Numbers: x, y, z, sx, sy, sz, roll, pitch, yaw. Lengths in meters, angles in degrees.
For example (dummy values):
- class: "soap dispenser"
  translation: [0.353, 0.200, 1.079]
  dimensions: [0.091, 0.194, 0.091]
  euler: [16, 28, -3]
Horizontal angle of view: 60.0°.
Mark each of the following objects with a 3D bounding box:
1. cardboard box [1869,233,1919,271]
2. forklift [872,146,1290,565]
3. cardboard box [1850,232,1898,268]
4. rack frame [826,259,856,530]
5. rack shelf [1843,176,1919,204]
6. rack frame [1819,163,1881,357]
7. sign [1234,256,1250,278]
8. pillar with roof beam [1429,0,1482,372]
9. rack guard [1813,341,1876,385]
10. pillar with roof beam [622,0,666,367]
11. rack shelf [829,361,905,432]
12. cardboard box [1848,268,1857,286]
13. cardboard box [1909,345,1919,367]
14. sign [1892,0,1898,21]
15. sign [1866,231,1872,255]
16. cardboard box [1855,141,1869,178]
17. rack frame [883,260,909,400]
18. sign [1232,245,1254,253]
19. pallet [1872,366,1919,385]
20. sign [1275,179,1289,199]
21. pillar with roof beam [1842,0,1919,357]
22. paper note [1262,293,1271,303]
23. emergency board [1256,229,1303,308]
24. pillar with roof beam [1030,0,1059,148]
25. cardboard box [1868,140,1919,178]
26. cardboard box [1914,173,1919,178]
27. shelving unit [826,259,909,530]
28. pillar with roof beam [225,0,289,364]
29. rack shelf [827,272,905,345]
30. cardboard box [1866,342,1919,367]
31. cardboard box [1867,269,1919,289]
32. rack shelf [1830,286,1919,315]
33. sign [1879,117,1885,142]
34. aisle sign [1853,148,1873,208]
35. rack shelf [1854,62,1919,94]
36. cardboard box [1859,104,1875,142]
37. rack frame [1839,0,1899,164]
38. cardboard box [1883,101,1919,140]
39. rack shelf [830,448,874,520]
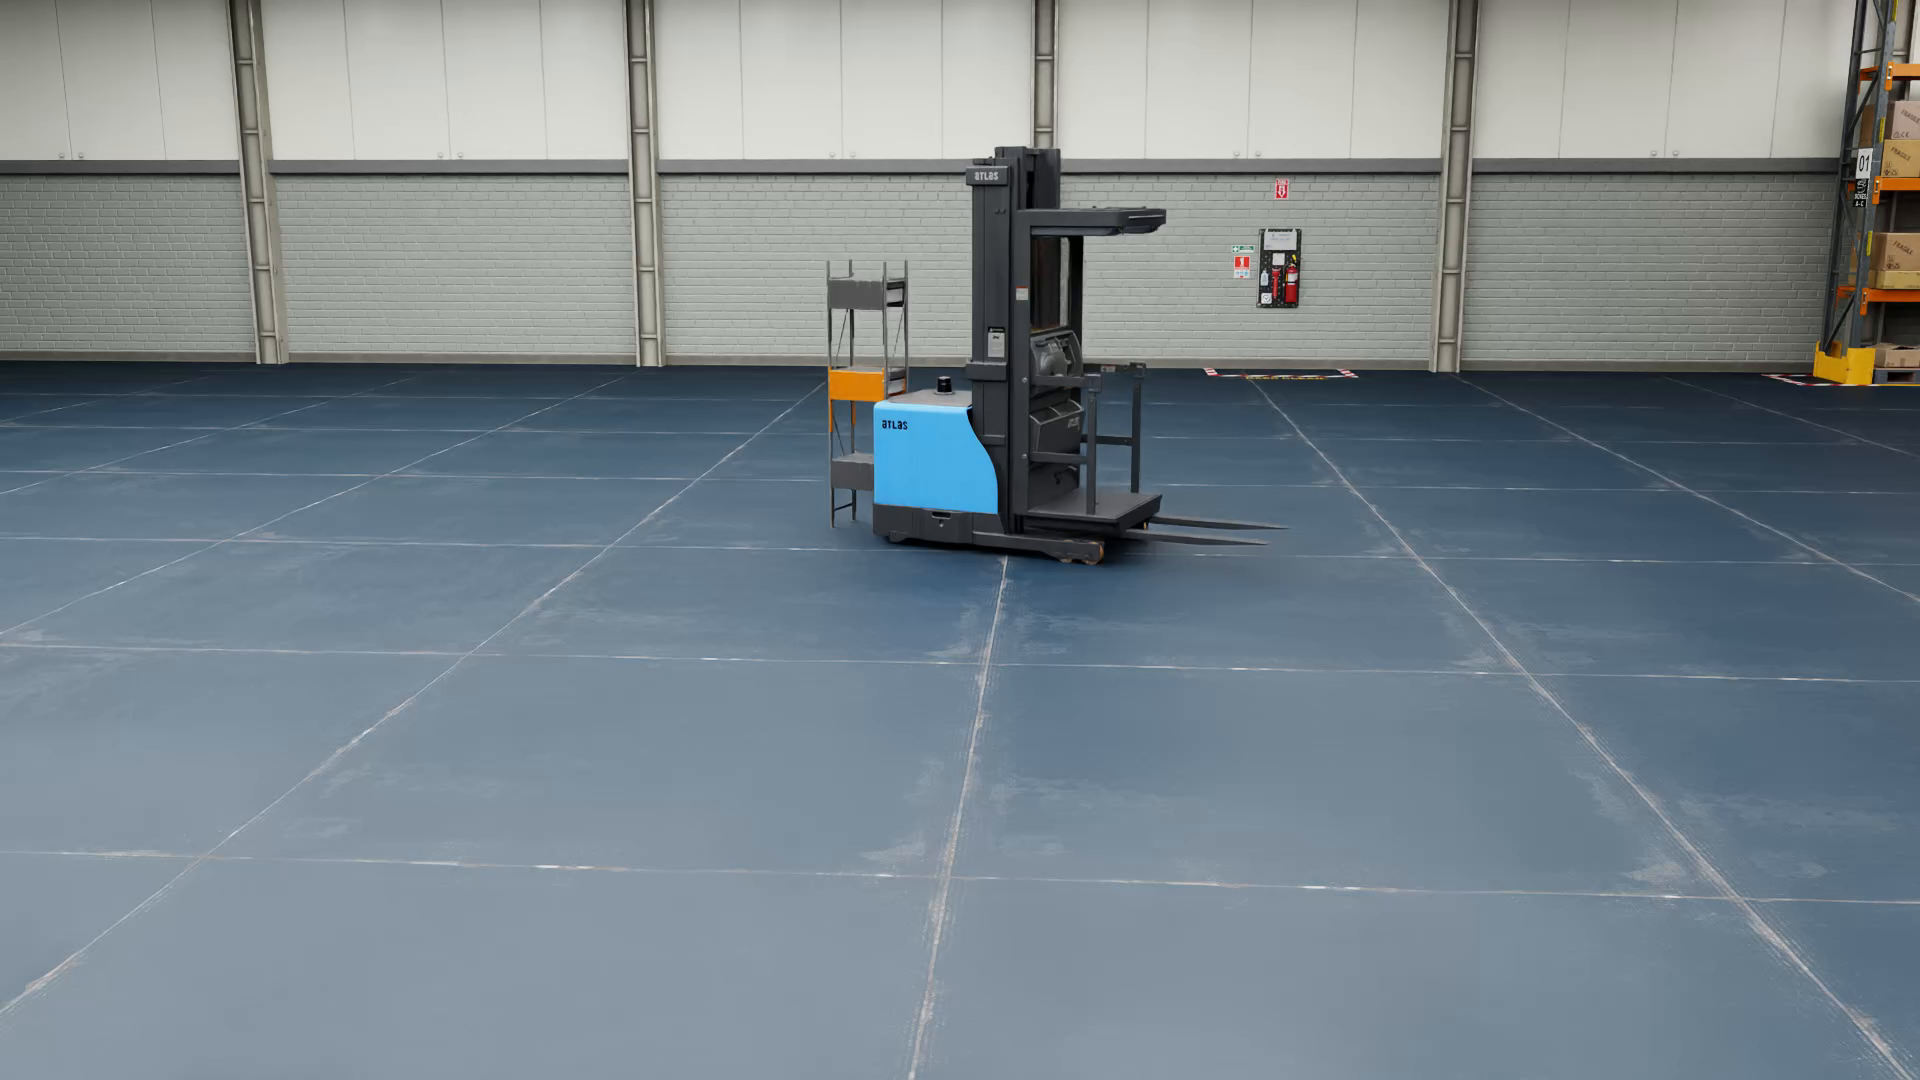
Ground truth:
- class: "cardboard box"
  translation: [12.909, -3.977, 22.940]
  dimensions: [0.500, 0.500, 0.500]
  euler: [1, 12, 4]
- class: "forklift"
  translation: [0.896, -1.379, 12.202]
  dimensions: [3.031, 2.935, 1.130]
  euler: [5, 13, 24]
- class: "cardboard box"
  translation: [12.938, -4.082, 23.442]
  dimensions: [0.500, 0.500, 0.500]
  euler: [1, 12, 3]
- class: "rack frame"
  translation: [-0.936, -1.148, 13.129]
  dimensions: [0.015, 2.100, 0.400]
  euler: [5, 13, 24]
- class: "rack shelf"
  translation: [14.449, -4.830, 22.964]
  dimensions: [4.000, 0.370, 1.077]
  euler: [1, 12, 4]
- class: "rack frame"
  translation: [12.453, -3.742, 23.329]
  dimensions: [0.127, 3.000, 1.000]
  euler: [1, 12, 4]
- class: "sign"
  translation: [4.215, -4.078, 24.852]
  dimensions: [0.234, 0.329, 0.001]
  euler: [1, 12, 4]
- class: "pillar with roof beam"
  translation: [6.935, -6.048, 19.701]
  dimensions: [0.400, 9.000, 9.100]
  euler: [1, 12, 4]
- class: "rack guard"
  translation: [12.529, -2.517, 23.580]
  dimensions: [0.348, 0.500, 1.175]
  euler: [1, 12, 4]
- class: "pillar with roof beam"
  translation: [-5.038, -6.212, 20.486]
  dimensions: [0.400, 9.000, 9.100]
  euler: [1, 12, 4]
- class: "rack shelf"
  translation: [-0.714, -1.114, 13.033]
  dimensions: [0.480, 0.518, 0.431]
  euler: [5, 13, 24]
- class: "cardboard box"
  translation: [12.933, -3.711, 23.501]
  dimensions: [0.500, 0.250, 0.500]
  euler: [1, 12, 5]
- class: "cardboard box"
  translation: [13.706, -2.605, 23.388]
  dimensions: [0.500, 0.311, 0.500]
  euler: [2, 12, 8]
- class: "sign"
  translation: [12.417, -7.063, 22.081]
  dimensions: [0.005, 0.325, 0.100]
  euler: [1, 12, 4]
- class: "sign"
  translation: [12.417, -4.054, 22.710]
  dimensions: [0.005, 0.325, 0.100]
  euler: [1, 12, 4]
- class: "cardboard box"
  translation: [12.886, -5.314, 23.229]
  dimensions: [0.500, 0.500, 0.500]
  euler: [2, 12, 8]
- class: "rack frame"
  translation: [-0.492, -1.107, 12.931]
  dimensions: [0.015, 2.100, 0.400]
  euler: [5, 13, 24]
- class: "sign"
  translation: [4.219, -4.336, 24.789]
  dimensions: [0.331, 0.109, 0.001]
  euler: [1, 12, 4]
- class: "pallet"
  translation: [13.337, -2.357, 23.521]
  dimensions: [1.213, 0.211, 1.003]
  euler: [1, 12, 4]
- class: "sign"
  translation: [4.758, -5.187, 24.579]
  dimensions: [0.199, 0.298, 0.001]
  euler: [1, 12, 4]
- class: "pillar with roof beam"
  translation: [12.922, -5.966, 19.309]
  dimensions: [0.400, 9.000, 9.100]
  euler: [1, 12, 4]
- class: "paper note"
  translation: [4.588, -3.618, 24.888]
  dimensions: [0.142, 0.148, 0.016]
  euler: [1, 12, 4]
- class: "emergency board"
  translation: [4.760, -4.032, 24.719]
  dimensions: [0.643, 1.169, 0.194]
  euler: [1, 12, 4]
- class: "pillar with roof beam"
  translation: [0.949, -6.130, 20.094]
  dimensions: [0.400, 9.000, 9.100]
  euler: [1, 12, 4]
- class: "cardboard box"
  translation: [12.770, -5.213, 22.743]
  dimensions: [0.500, 0.500, 0.500]
  euler: [1, 12, 5]
- class: "cardboard box"
  translation: [13.304, -5.198, 22.673]
  dimensions: [0.500, 0.500, 0.500]
  euler: [2, 12, 8]
- class: "shelving unit"
  translation: [-0.714, -1.128, 13.030]
  dimensions: [0.503, 2.100, 0.431]
  euler: [5, 13, 24]
- class: "pillar with roof beam"
  translation: [-11.025, -6.294, 20.879]
  dimensions: [0.400, 9.000, 9.100]
  euler: [1, 12, 4]
- class: "rack shelf"
  translation: [-0.714, -1.799, 12.890]
  dimensions: [0.480, 0.518, 0.431]
  euler: [5, 13, 24]
- class: "cardboard box"
  translation: [13.137, -2.613, 23.426]
  dimensions: [0.500, 0.311, 0.500]
  euler: [-1, 12, -3]
- class: "cardboard box"
  translation: [12.919, -3.606, 23.000]
  dimensions: [0.500, 0.250, 0.500]
  euler: [0, 12, 2]
- class: "rack shelf"
  translation: [14.449, -3.362, 23.271]
  dimensions: [4.000, 0.370, 1.077]
  euler: [1, 12, 4]
- class: "sign"
  translation: [12.417, -5.527, 22.402]
  dimensions: [0.005, 0.325, 0.100]
  euler: [1, 12, 4]
- class: "aisle sign"
  translation: [12.361, -4.954, 22.774]
  dimensions: [0.004, 0.787, 0.394]
  euler: [1, 12, 4]
- class: "rack shelf"
  translation: [14.449, -6.297, 22.658]
  dimensions: [4.000, 0.370, 1.077]
  euler: [1, 12, 4]
- class: "cardboard box"
  translation: [12.901, -5.805, 23.134]
  dimensions: [0.500, 0.500, 0.500]
  euler: [1, 12, 6]
- class: "rack frame"
  translation: [12.453, -6.678, 22.714]
  dimensions: [0.127, 3.000, 1.000]
  euler: [1, 12, 4]
- class: "cardboard box"
  translation: [12.821, -5.703, 22.644]
  dimensions: [0.500, 0.500, 0.500]
  euler: [0, 12, 0]
- class: "rack shelf"
  translation: [-0.714, -0.429, 13.176]
  dimensions: [0.480, 0.518, 0.431]
  euler: [5, 13, 24]
